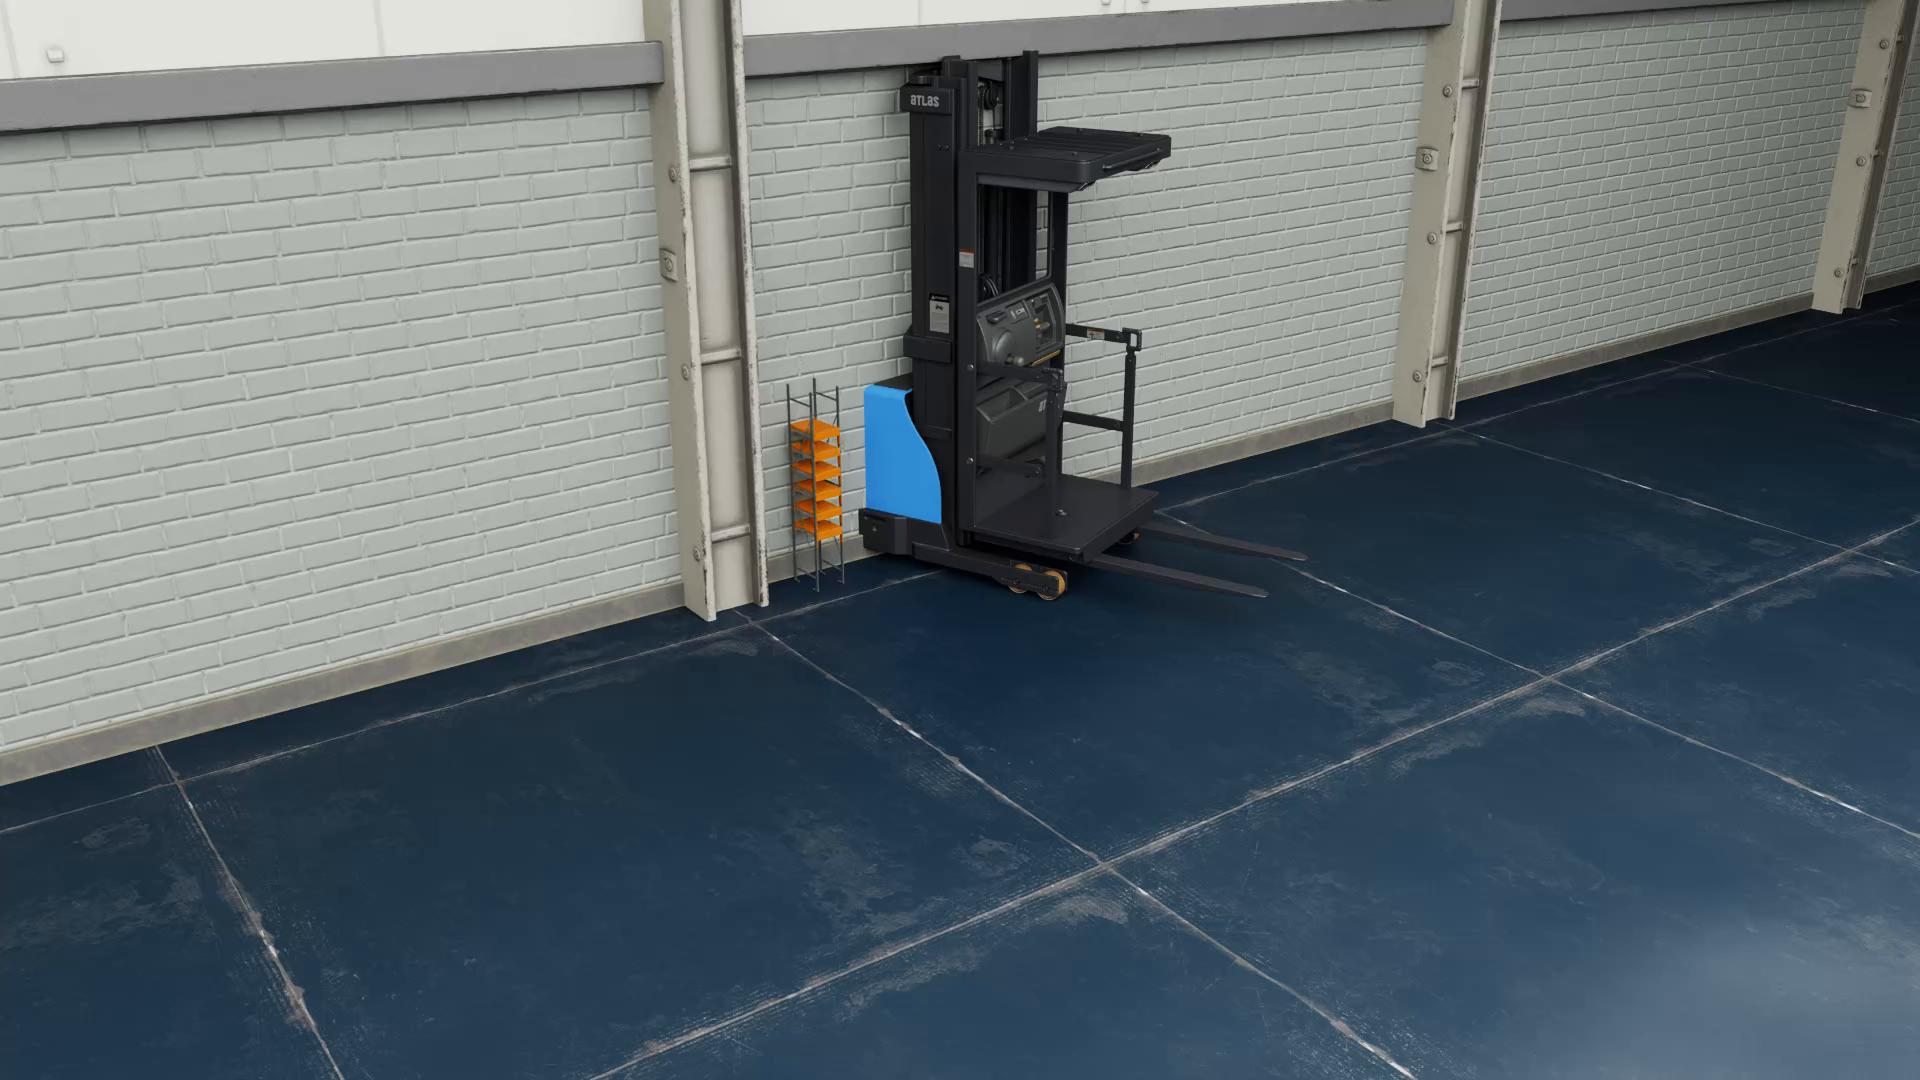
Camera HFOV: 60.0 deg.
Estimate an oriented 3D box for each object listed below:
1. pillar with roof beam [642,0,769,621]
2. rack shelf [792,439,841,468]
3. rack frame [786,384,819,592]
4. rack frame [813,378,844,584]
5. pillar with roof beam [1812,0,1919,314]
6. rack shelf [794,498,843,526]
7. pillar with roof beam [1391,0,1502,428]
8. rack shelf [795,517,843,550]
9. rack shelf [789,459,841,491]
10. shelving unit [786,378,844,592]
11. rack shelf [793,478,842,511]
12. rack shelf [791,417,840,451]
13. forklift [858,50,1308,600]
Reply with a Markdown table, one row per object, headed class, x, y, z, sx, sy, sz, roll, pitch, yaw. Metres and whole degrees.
| class | x | y | z | sx | sy | sz | roll | pitch | yaw |
| --- | --- | --- | --- | --- | --- | --- | --- | --- | --- |
| pillar with roof beam | 1.180 | -2.519 | 4.567 | 0.400 | 9.000 | 9.100 | -15 | 26 | -33 |
| rack shelf | -0.829 | -0.493 | 9.486 | 0.180 | 0.103 | 0.258 | -18 | 28 | -37 |
| rack frame | -0.898 | -0.290 | 9.504 | 0.006 | 1.200 | 0.240 | -18 | 28 | -37 |
| rack frame | -0.759 | -0.334 | 9.614 | 0.006 | 1.200 | 0.240 | -18 | 28 | -37 |
| pillar with roof beam | 10.921 | -5.116 | 11.077 | 0.400 | 9.000 | 9.100 | -15 | 26 | -33 |
| rack shelf | -0.829 | -0.159 | 9.620 | 0.180 | 0.103 | 0.258 | -18 | 28 | -37 |
| pillar with roof beam | 6.051 | -3.818 | 7.822 | 0.400 | 9.000 | 9.100 | -15 | 26 | -33 |
| rack shelf | -0.829 | -0.048 | 9.664 | 0.180 | 0.103 | 0.258 | -18 | 28 | -37 |
| rack shelf | -0.829 | -0.382 | 9.531 | 0.180 | 0.103 | 0.258 | -18 | 28 | -37 |
| shelving unit | -0.829 | -0.312 | 9.559 | 0.189 | 1.200 | 0.258 | -18 | 28 | -37 |
| rack shelf | -0.829 | -0.271 | 9.575 | 0.180 | 0.103 | 0.258 | -18 | 28 | -37 |
| rack shelf | -0.829 | -0.605 | 9.442 | 0.180 | 0.103 | 0.258 | -18 | 28 | -37 |
| forklift | 0.536 | -1.241 | 9.552 | 3.031 | 2.935 | 1.130 | 13 | 25 | 29 |
